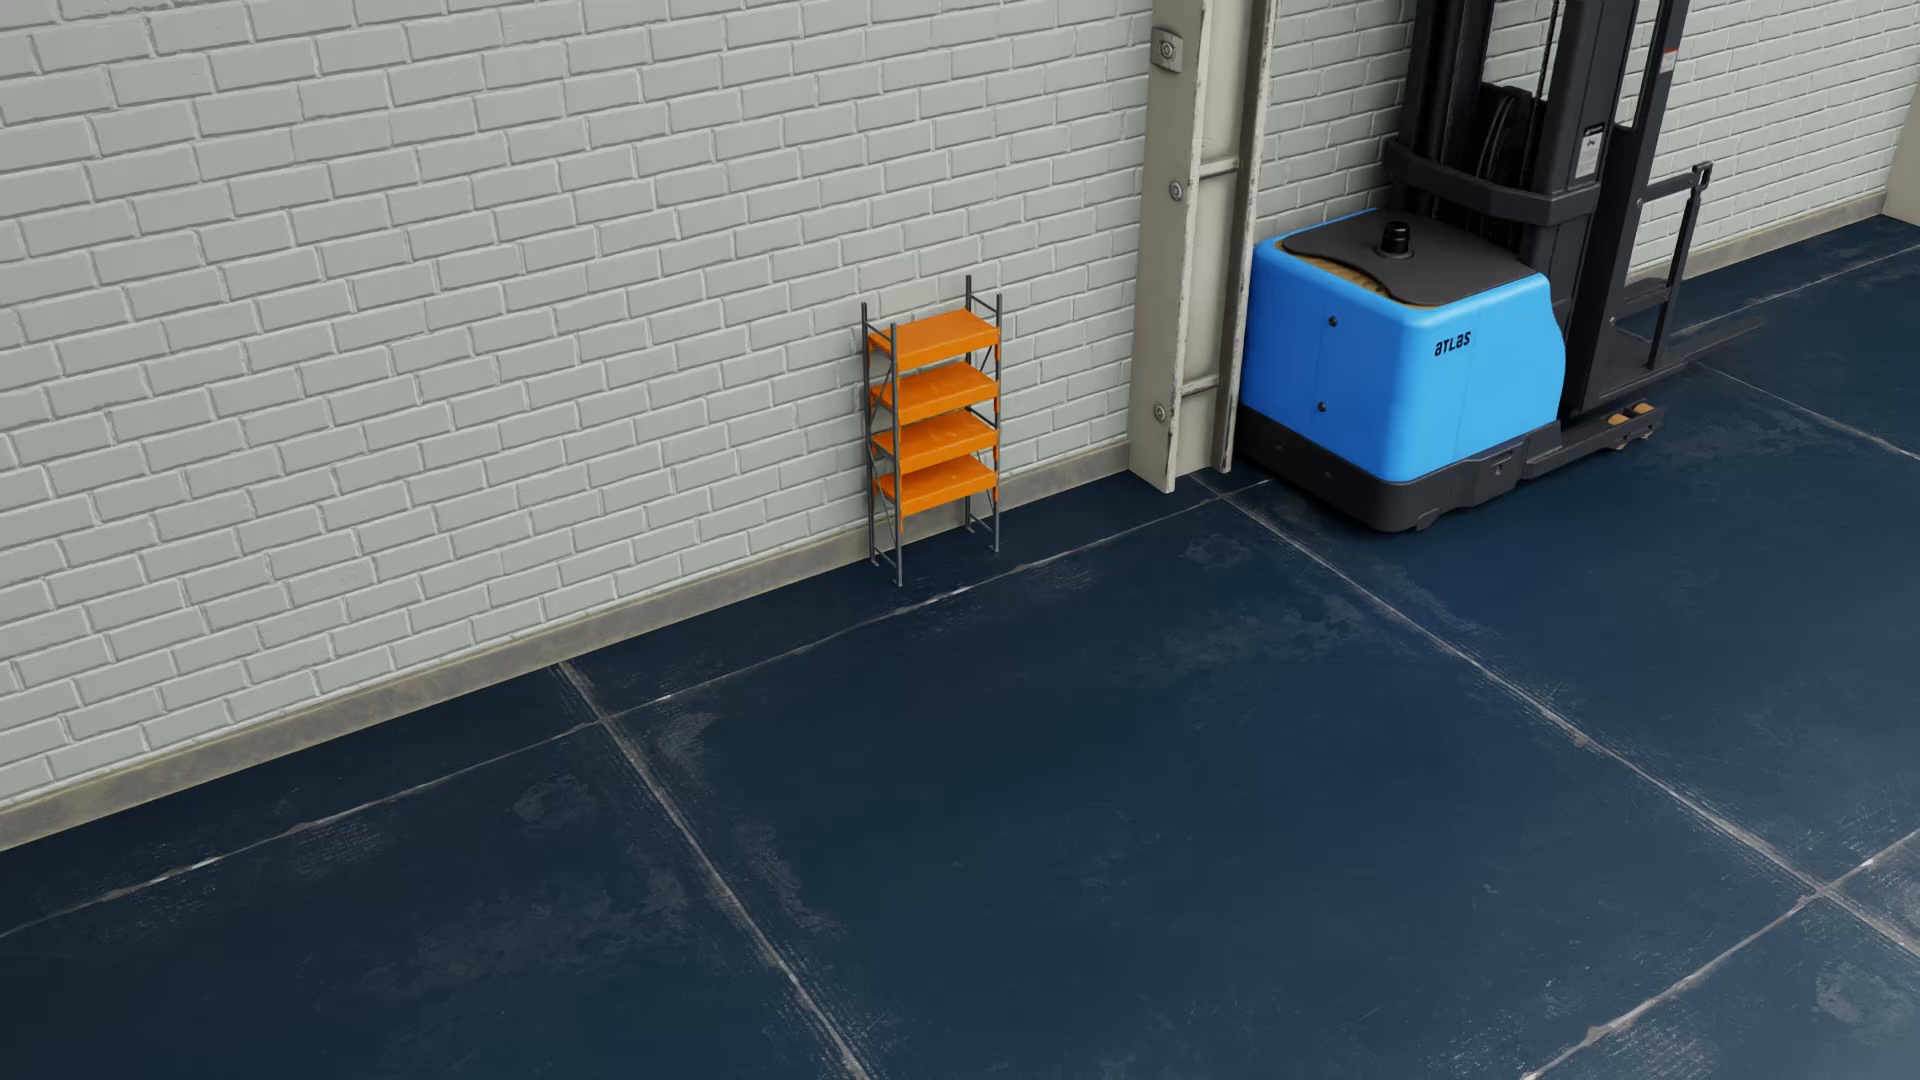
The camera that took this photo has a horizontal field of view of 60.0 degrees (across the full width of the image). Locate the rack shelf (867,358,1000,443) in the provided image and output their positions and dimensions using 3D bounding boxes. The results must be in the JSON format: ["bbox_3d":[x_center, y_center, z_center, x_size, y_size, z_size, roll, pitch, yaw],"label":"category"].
[{"bbox_3d":[-0.109,-0.569,6.733,0.480,0.148,0.258,-19,37,-28],"label":"rack shelf"}]

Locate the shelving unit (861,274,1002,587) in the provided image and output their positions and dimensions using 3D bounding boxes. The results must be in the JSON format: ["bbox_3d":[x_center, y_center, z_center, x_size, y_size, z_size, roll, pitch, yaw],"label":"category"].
[{"bbox_3d":[-0.109,-0.437,6.817,0.503,1.200,0.258,-19,37,-28],"label":"shelving unit"}]

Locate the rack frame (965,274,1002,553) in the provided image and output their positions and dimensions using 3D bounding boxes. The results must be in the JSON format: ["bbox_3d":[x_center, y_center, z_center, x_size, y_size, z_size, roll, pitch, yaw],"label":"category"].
[{"bbox_3d":[0.094,-0.508,6.930,0.015,1.200,0.240,-19,37,-28],"label":"rack frame"}]

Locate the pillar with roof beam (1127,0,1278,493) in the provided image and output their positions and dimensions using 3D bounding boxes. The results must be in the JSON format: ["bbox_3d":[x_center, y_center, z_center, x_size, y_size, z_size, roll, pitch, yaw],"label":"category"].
[{"bbox_3d":[3.352,-2.213,2.324,0.400,9.000,9.100,-19,37,-27],"label":"pillar with roof beam"}]

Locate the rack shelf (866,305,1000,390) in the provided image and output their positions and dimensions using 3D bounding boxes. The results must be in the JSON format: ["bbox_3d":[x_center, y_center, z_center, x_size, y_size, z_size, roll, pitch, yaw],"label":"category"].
[{"bbox_3d":[-0.109,-0.769,6.607,0.480,0.148,0.258,-19,37,-28],"label":"rack shelf"}]

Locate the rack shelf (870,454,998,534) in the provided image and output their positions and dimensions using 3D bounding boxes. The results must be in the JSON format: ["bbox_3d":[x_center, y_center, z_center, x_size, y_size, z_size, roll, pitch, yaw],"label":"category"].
[{"bbox_3d":[-0.110,-0.212,6.959,0.480,0.148,0.258,-19,37,-28],"label":"rack shelf"}]

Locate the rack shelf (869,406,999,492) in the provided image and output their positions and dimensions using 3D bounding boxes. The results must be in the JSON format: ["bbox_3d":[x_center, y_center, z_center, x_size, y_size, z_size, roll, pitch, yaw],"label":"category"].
[{"bbox_3d":[-0.109,-0.380,6.853,0.480,0.148,0.258,-19,37,-28],"label":"rack shelf"}]

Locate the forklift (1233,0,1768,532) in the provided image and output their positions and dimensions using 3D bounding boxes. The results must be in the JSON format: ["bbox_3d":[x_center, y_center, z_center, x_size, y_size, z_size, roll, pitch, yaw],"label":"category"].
[{"bbox_3d":[2.776,-1.881,7.485,3.031,2.935,1.130,-20,38,-29],"label":"forklift"}]

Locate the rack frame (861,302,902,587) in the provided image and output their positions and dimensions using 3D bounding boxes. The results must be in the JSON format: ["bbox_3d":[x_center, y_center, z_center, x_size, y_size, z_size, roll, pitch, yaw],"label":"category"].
[{"bbox_3d":[-0.313,-0.365,6.704,0.015,1.200,0.240,-19,37,-28],"label":"rack frame"}]

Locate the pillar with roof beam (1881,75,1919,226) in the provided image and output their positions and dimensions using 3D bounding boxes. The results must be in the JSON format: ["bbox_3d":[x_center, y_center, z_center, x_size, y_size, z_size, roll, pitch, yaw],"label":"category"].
[{"bbox_3d":[8.395,-3.947,5.073,0.400,9.000,9.100,-19,37,-27],"label":"pillar with roof beam"}]
